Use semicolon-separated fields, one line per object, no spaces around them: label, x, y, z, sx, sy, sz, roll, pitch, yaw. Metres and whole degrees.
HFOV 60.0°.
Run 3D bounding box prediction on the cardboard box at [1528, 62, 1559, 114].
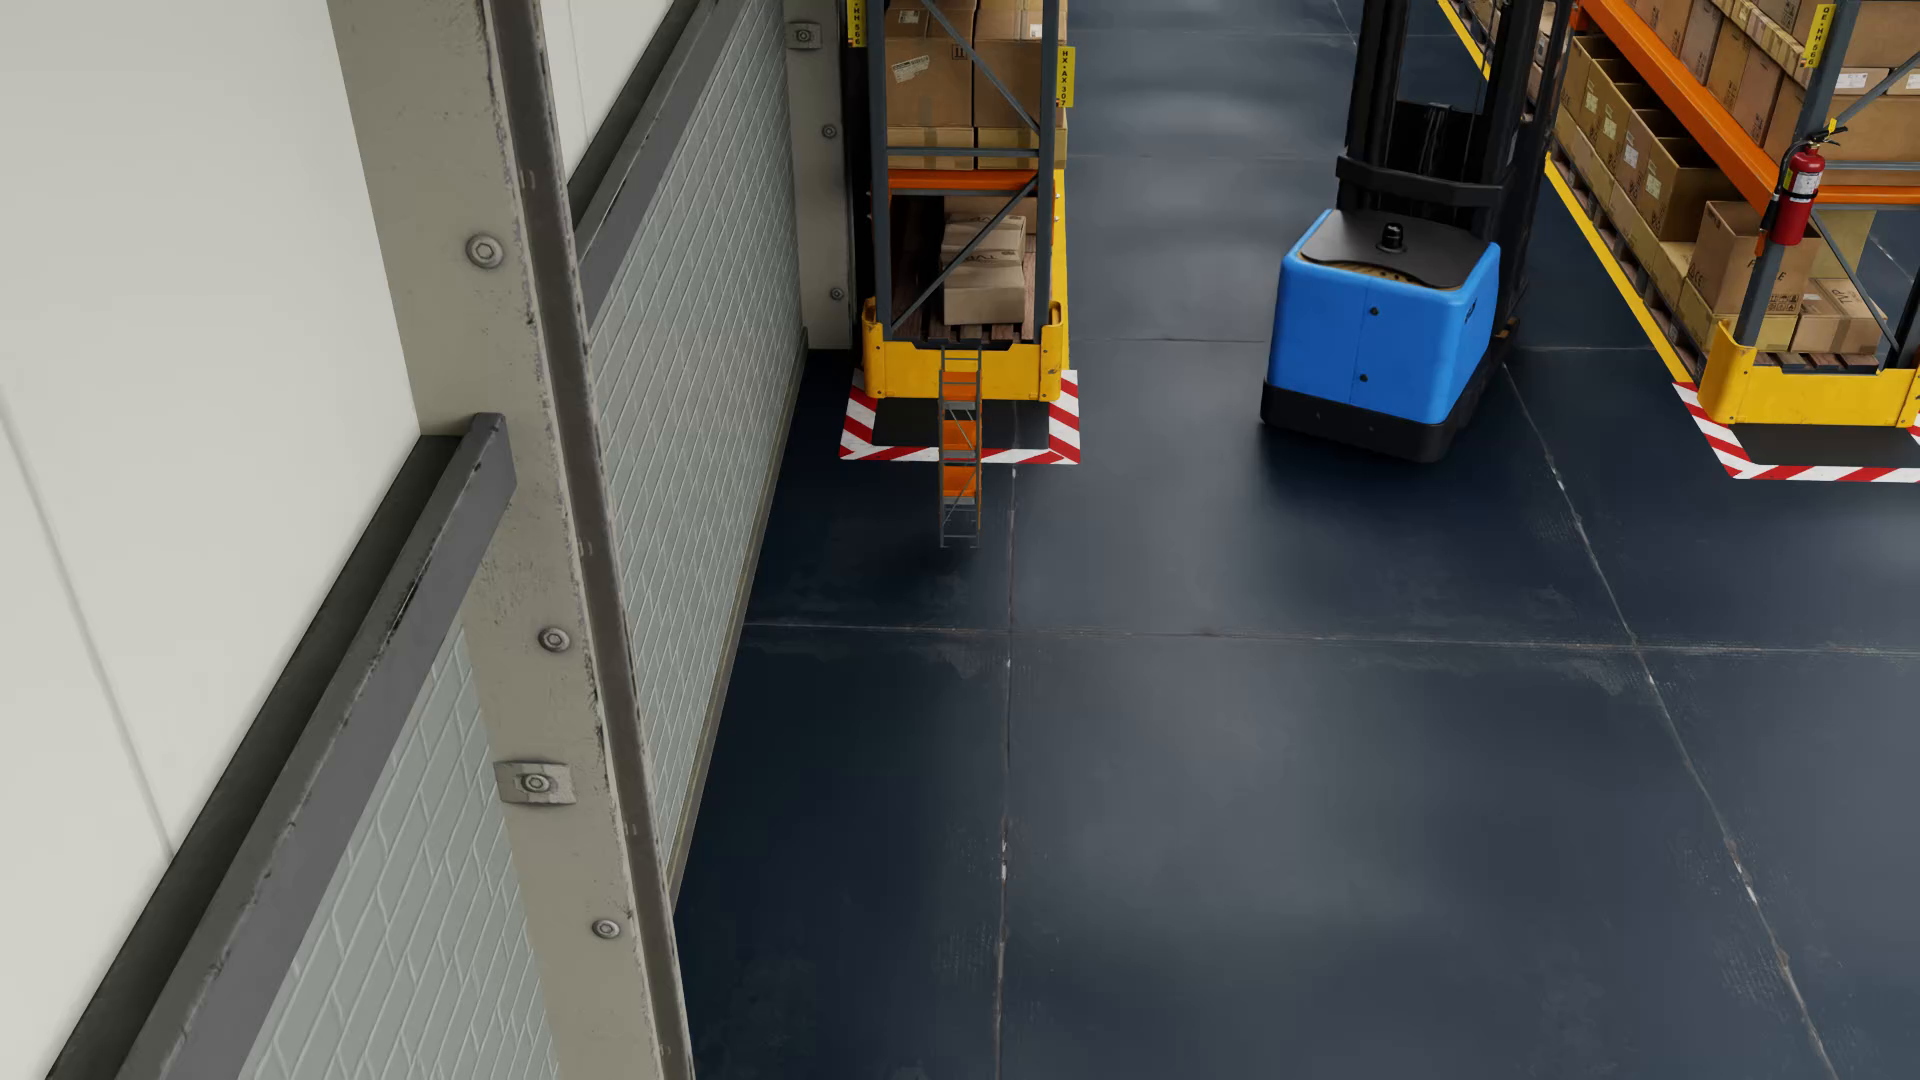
cardboard box;4.852;-3.593;13.226;0.500;0.250;0.500;1;35;1

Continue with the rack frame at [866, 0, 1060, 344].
rack frame;0.014;-2.116;9.097;1.000;3.000;0.127;1;35;2

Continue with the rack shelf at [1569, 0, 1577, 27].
rack shelf;5.205;-5.156;14.049;1.077;0.370;4.000;1;35;2

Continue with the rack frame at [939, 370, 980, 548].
rack frame;-0.003;-0.390;8.338;0.200;1.050;0.008;1;35;2

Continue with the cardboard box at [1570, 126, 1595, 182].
cardboard box;4.778;-2.802;12.100;0.500;0.250;0.500;1;35;2

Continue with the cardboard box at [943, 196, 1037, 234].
cardboard box;0.234;-2.416;11.316;0.700;0.500;0.500;-1;35;-1

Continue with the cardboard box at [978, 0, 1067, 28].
cardboard box;0.364;-2.920;9.703;0.500;0.500;0.500;1;35;2

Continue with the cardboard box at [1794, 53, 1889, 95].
cardboard box;4.789;-2.534;9.041;0.380;0.149;0.250;1;35;1

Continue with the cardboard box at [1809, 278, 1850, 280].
cardboard box;5.224;-1.641;10.447;0.500;0.250;0.500;1;35;2

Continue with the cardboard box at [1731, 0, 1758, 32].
cardboard box;4.831;-3.126;9.884;0.380;0.149;0.250;2;35;3

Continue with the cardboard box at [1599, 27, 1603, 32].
cardboard box;5.416;-4.097;13.455;0.500;0.311;0.500;1;35;1

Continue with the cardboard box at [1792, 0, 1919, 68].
cardboard box;4.998;-2.873;8.960;0.700;0.500;0.500;1;35;2

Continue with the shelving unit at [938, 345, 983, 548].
shelving unit;0.002;-0.460;8.438;0.215;1.050;0.252;1;35;2

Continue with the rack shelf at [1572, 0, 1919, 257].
rack shelf;5.044;-2.858;10.780;1.077;0.370;4.000;1;35;2

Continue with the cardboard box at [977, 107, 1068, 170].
cardboard box;0.351;-2.336;9.523;0.500;0.250;0.500;0;35;1

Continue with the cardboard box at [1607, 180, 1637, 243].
cardboard box;4.739;-2.227;11.282;0.500;0.250;0.500;1;35;2

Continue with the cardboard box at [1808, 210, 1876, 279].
cardboard box;5.226;-1.947;10.232;0.500;0.500;0.500;1;35;2

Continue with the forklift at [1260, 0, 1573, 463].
forklift;2.869;-2.453;9.638;1.130;2.935;3.031;17;39;23

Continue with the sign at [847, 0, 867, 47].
sign;-0.540;-2.743;8.708;0.100;0.325;0.005;1;35;2

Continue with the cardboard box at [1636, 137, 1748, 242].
cardboard box;4.714;-2.247;10.658;0.500;0.500;0.500;1;35;2

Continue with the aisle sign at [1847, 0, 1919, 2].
aisle sign;4.668;-3.036;8.146;0.394;0.787;0.004;1;35;2

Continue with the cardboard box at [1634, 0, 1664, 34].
cardboard box;5.098;-3.784;11.385;0.700;0.500;0.500;1;35;1

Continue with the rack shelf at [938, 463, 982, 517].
rack shelf;0.002;-0.224;8.603;0.215;0.259;0.240;1;35;2

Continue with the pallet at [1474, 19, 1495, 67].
pallet;5.162;-4.288;14.613;1.003;0.211;1.213;1;35;2

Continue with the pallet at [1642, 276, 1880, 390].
pallet;4.953;-1.303;10.366;1.003;0.211;1.213;1;35;2

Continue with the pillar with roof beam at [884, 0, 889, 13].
pillar with roof beam;3.721;-8.340;12.737;9.100;9.000;0.400;1;35;2

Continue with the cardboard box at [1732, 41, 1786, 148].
cardboard box;5.012;-2.614;9.720;0.700;0.500;0.500;2;35;3

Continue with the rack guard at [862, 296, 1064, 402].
rack guard;0.017;-1.137;9.878;1.175;0.500;0.348;1;35;2

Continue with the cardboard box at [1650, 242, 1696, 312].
cardboard box;4.698;-1.653;10.465;0.500;0.250;0.500;1;35;2

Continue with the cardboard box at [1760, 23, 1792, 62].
cardboard box;4.808;-2.831;9.464;0.380;0.149;0.250;1;35;1

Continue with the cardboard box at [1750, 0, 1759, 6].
cardboard box;5.033;-3.465;9.803;0.700;0.500;0.500;1;35;2

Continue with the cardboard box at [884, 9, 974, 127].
cardboard box;-0.179;-2.645;9.311;0.500;0.500;0.500;1;35;1

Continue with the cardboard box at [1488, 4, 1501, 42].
cardboard box;4.916;-4.470;14.474;0.500;0.250;0.500;2;35;3

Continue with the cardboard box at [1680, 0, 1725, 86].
cardboard box;5.055;-3.202;10.556;0.700;0.500;0.500;2;35;3

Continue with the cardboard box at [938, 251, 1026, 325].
cardboard box;0.132;-1.591;10.307;0.500;0.311;0.500;-2;35;-3

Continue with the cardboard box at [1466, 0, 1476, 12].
cardboard box;4.952;-5.064;15.318;0.500;0.250;0.500;0;35;1

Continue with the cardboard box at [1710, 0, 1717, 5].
cardboard box;4.849;-3.425;10.309;0.380;0.149;0.250;1;35;1

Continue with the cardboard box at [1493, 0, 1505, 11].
cardboard box;4.915;-4.692;14.301;0.500;0.311;0.500;1;35;1

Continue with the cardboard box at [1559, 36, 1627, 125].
cardboard box;4.793;-3.396;12.293;0.500;0.500;0.500;1;35;2

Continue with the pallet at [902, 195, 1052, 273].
pallet;0.137;-2.184;11.619;1.003;0.211;1.213;1;35;2

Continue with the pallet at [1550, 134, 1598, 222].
pallet;5.051;-2.705;12.361;1.003;0.211;1.213;1;35;2

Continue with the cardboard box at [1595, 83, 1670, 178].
cardboard box;4.753;-2.821;11.476;0.500;0.500;0.500;1;35;2

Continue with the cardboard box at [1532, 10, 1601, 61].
cardboard box;4.869;-4.116;13.482;0.500;0.311;0.500;2;35;3
